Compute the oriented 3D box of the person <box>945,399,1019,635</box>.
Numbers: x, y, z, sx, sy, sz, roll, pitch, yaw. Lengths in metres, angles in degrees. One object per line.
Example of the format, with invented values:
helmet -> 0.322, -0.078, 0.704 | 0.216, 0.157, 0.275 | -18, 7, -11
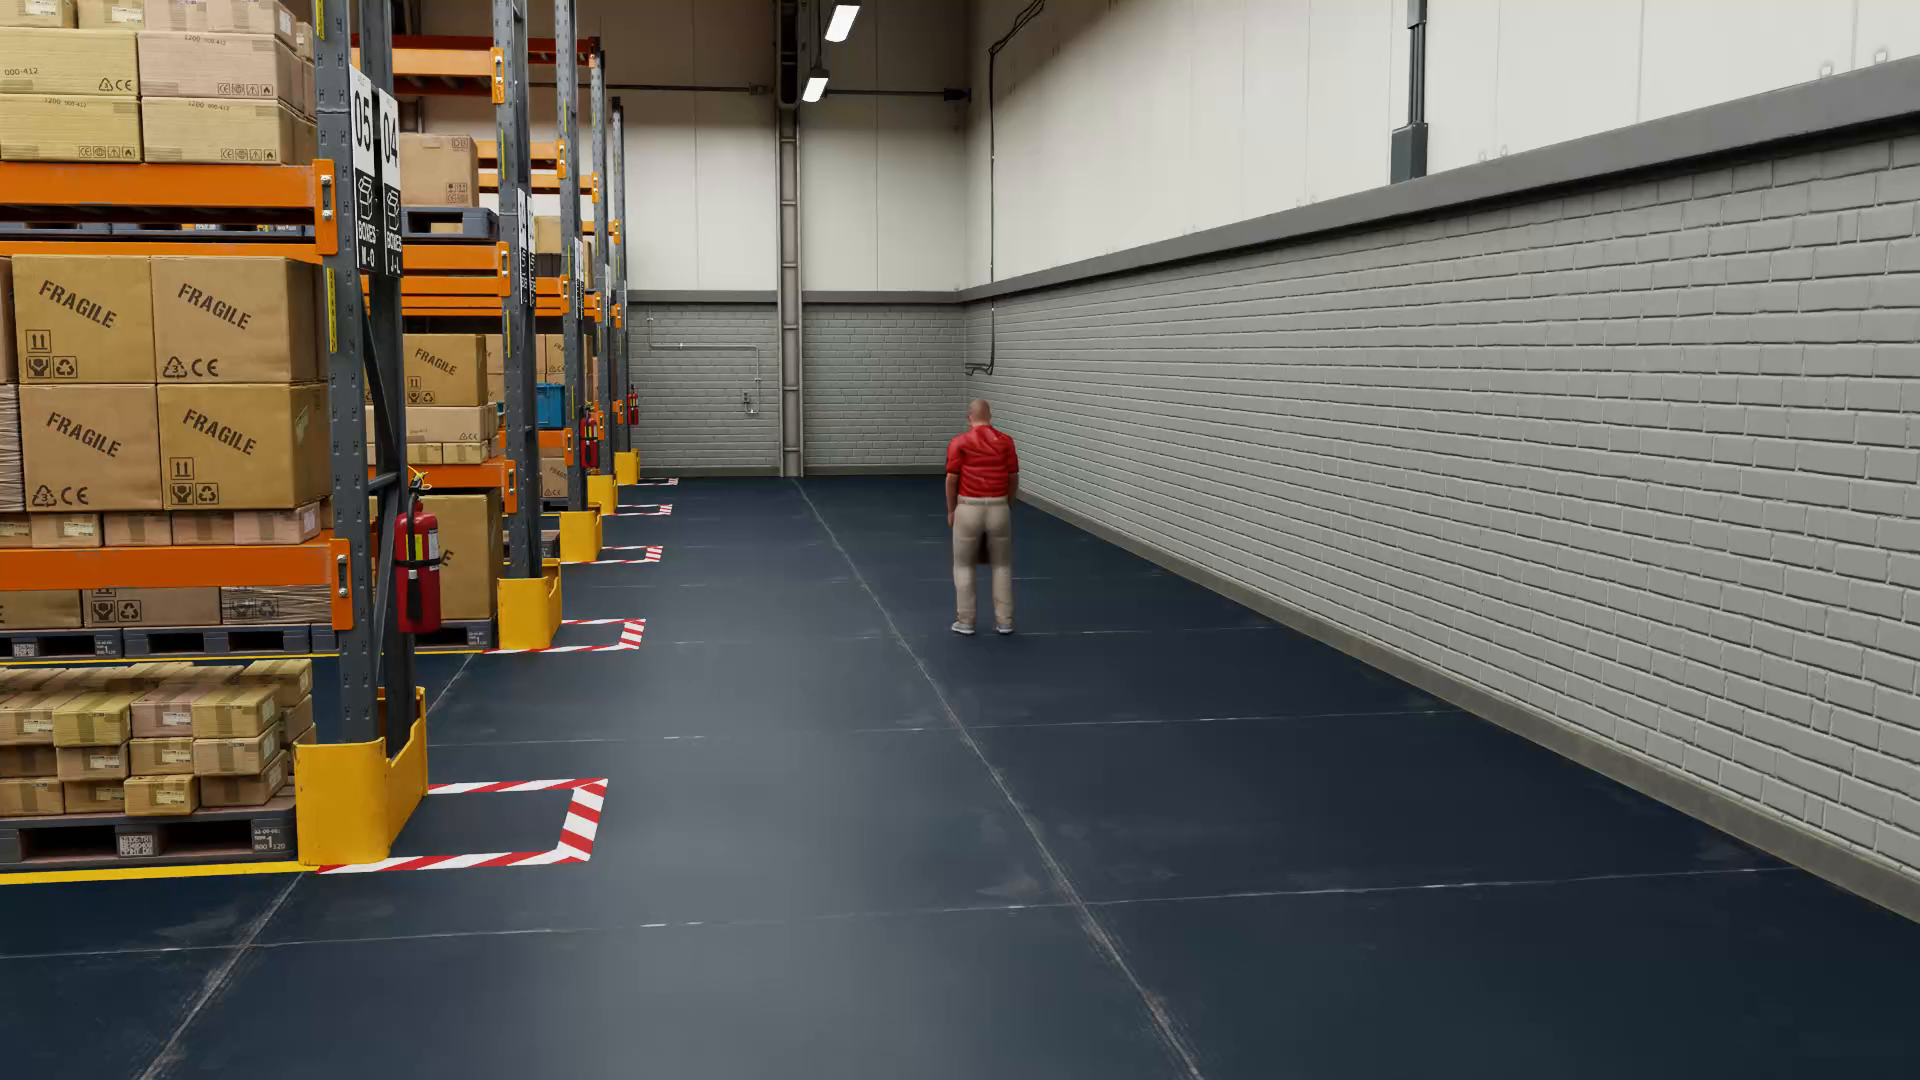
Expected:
person -> 0.159, -0.172, 12.276 | 0.554, 1.732, 0.393 | -1, 7, -10
